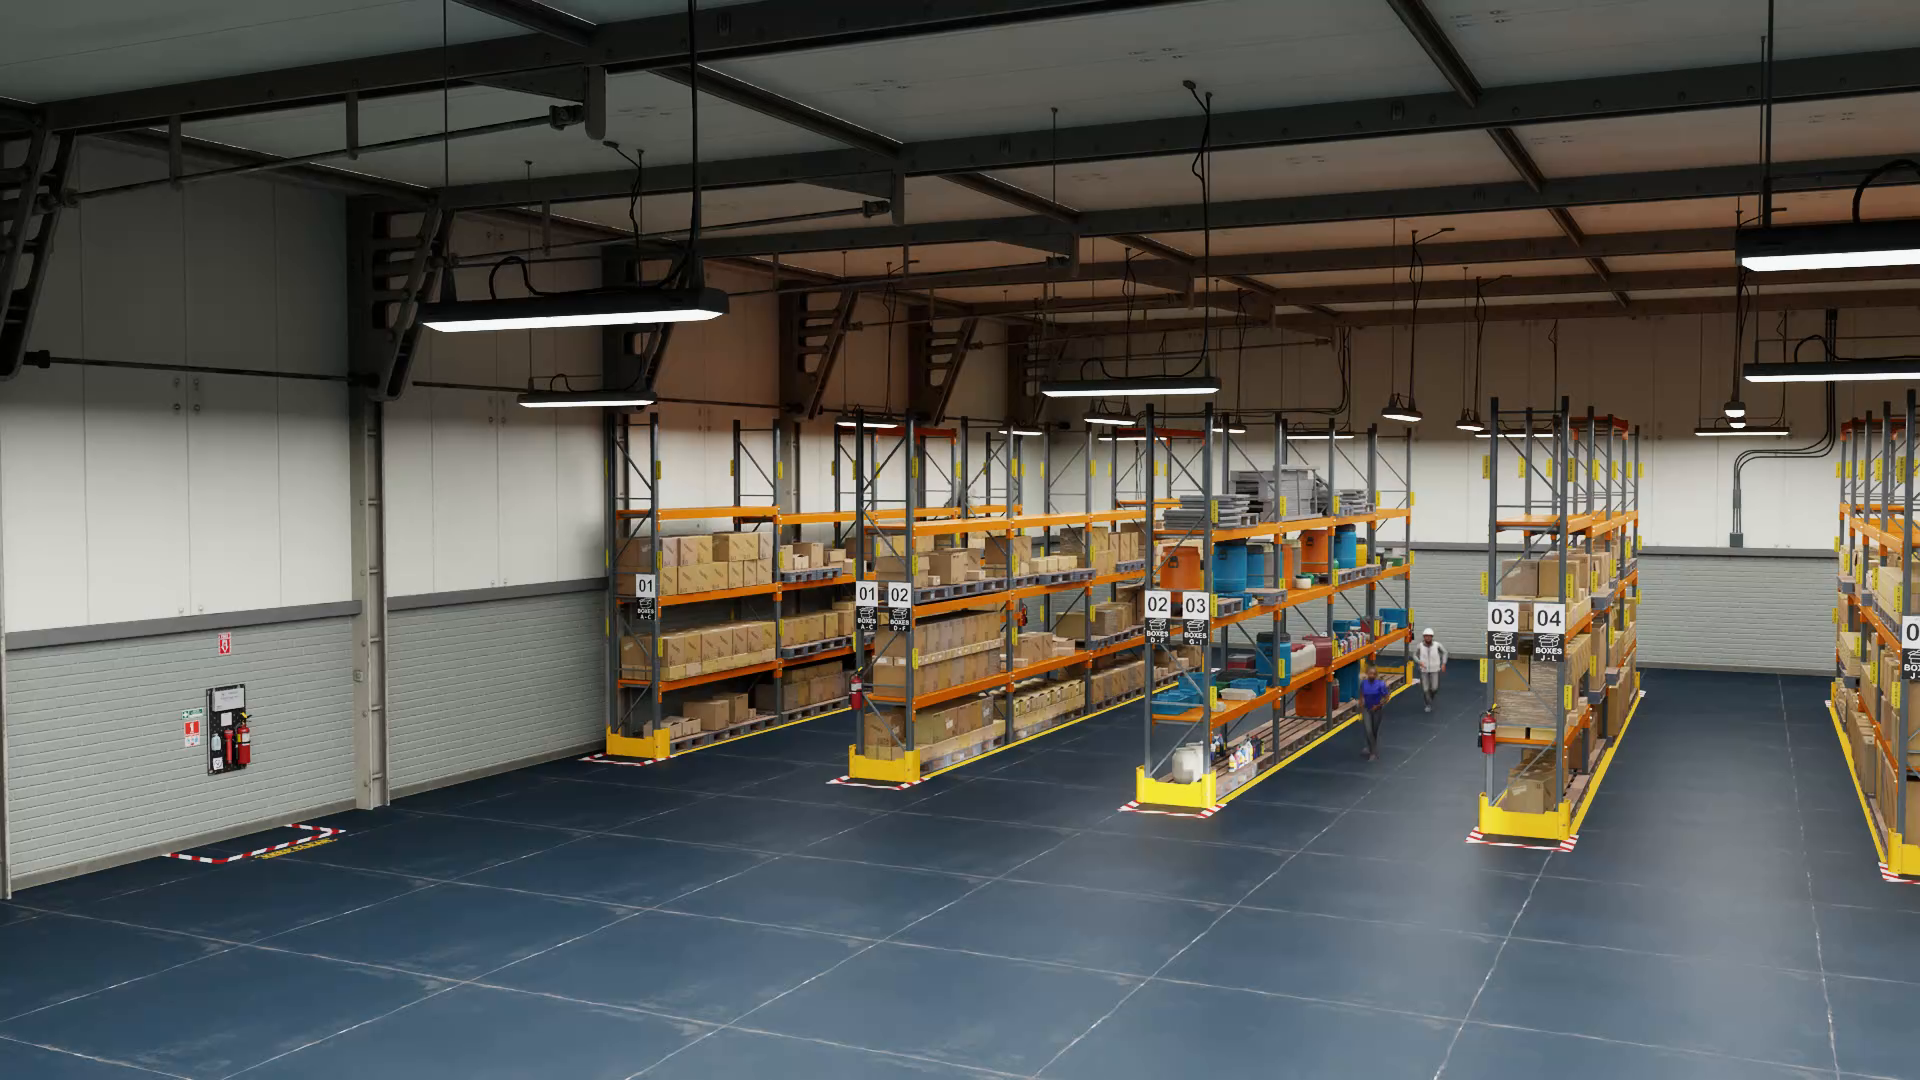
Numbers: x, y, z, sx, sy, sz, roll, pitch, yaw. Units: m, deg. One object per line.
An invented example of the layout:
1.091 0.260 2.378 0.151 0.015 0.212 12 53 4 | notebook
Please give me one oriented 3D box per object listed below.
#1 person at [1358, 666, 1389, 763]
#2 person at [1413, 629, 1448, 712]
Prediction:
7.153 2.985 28.771 0.544 1.645 0.760 1 2 16 | person
9.703 2.689 34.314 0.705 1.729 0.555 1 2 13 | person
